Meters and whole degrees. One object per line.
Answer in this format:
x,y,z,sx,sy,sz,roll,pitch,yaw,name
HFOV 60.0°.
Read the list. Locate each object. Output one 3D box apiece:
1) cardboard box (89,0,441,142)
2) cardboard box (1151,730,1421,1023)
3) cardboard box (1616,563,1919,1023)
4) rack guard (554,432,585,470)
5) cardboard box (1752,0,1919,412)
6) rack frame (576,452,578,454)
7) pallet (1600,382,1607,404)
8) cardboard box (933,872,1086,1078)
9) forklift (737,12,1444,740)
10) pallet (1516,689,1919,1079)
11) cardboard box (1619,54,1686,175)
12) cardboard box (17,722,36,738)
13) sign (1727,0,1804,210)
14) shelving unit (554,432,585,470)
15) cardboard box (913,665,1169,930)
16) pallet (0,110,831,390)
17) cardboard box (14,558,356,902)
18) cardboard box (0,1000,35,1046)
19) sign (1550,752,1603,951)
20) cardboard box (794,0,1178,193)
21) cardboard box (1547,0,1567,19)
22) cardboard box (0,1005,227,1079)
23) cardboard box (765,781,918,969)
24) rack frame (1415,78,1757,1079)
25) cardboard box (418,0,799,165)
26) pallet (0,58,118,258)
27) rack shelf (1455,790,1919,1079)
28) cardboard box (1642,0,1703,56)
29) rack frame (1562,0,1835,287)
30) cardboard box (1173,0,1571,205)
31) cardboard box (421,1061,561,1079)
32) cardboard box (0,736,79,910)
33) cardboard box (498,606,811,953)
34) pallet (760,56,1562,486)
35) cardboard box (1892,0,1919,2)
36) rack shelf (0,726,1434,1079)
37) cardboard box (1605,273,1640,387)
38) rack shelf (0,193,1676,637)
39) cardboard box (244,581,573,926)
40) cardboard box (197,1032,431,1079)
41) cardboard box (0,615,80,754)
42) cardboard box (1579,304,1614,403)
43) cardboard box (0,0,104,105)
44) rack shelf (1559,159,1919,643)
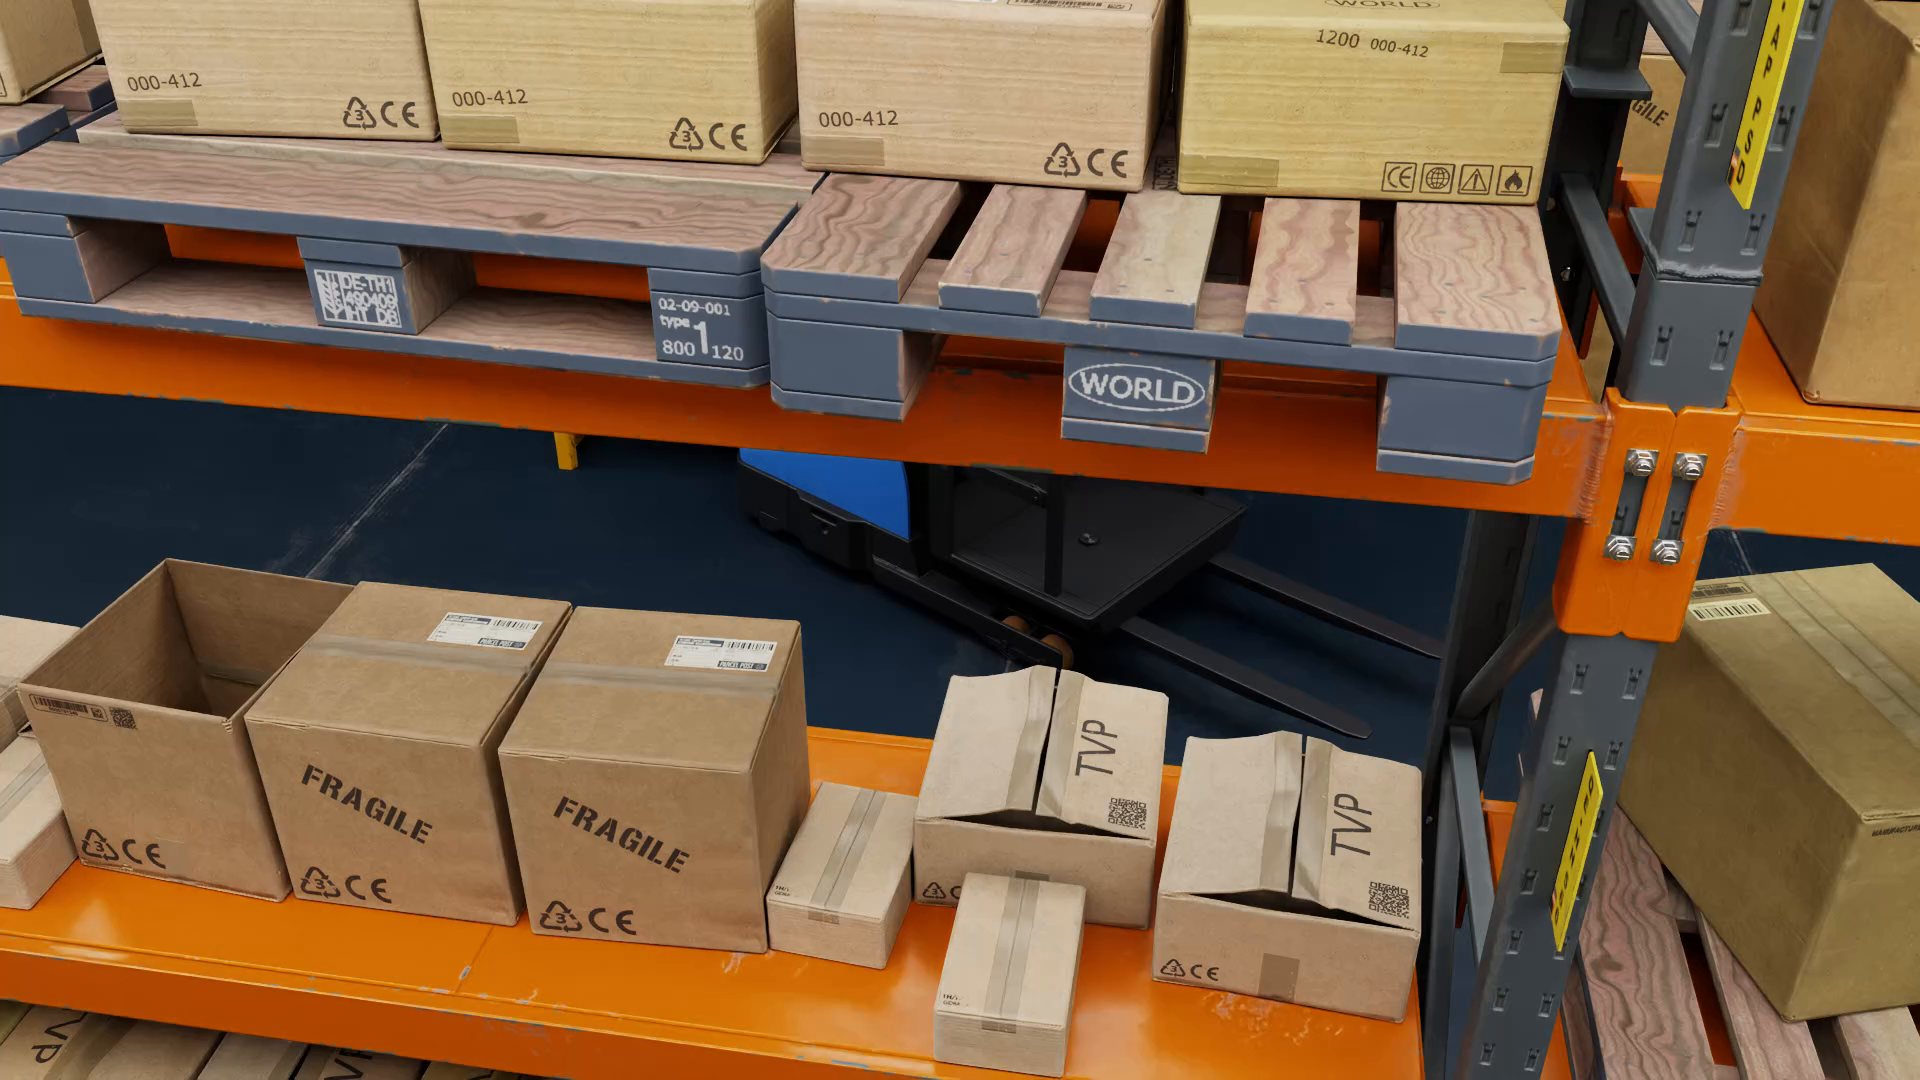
-1.032,-0.857,2.711,0.500,0.250,0.500,3,32,4,cardboard box
0.686,0.665,3.444,0.500,0.311,0.500,7,33,11,cardboard box
1.677,0.460,3.198,0.500,0.500,0.700,-5,32,-8,cardboard box
-1.789,-0.588,7.954,0.087,0.250,0.587,6,32,9,rack guard
1.473,-0.610,2.475,0.500,0.500,0.910,5,32,8,cardboard box
-1.808,-1.120,7.626,0.032,1.500,0.500,6,32,9,rack frame
2.631,-0.616,8.036,1.213,0.211,1.003,5,32,8,pallet
0.104,0.854,3.296,0.250,0.149,0.380,5,32,8,cardboard box
0.471,-1.026,6.127,3.031,2.935,1.130,25,40,34,forklift
1.717,0.788,3.345,1.003,0.211,1.213,5,32,8,pallet
2.817,-1.856,6.995,0.500,0.500,0.500,6,33,10,cardboard box
-2.008,0.365,3.966,0.258,0.266,0.396,4,32,7,cardboard box
0.935,-0.552,1.915,0.005,0.325,0.100,5,32,8,sign
-1.299,-1.070,7.546,1.083,1.500,0.587,6,32,9,shelving unit
0.188,0.540,3.645,0.500,0.311,0.500,5,32,8,cardboard box
-0.750,-0.621,2.765,1.213,0.211,1.003,7,33,10,pallet
-1.632,0.408,3.677,0.500,0.500,0.500,7,33,12,cardboard box
-2.541,1.243,4.104,0.500,0.311,0.500,5,32,8,cardboard box
0.947,0.483,2.560,0.005,0.325,0.100,5,32,8,sign
0.060,-0.751,2.542,0.500,0.250,0.500,6,33,10,cardboard box
2.299,-2.225,6.877,0.500,0.250,0.500,6,33,9,cardboard box
-2.048,1.290,4.029,0.500,0.311,0.500,5,32,8,cardboard box
-0.230,0.705,3.533,0.250,0.149,0.380,8,33,12,cardboard box
1.037,0.683,3.332,0.127,3.000,1.000,5,32,8,rack frame
-0.502,-0.808,2.633,0.500,0.250,0.500,5,32,7,cardboard box
-2.034,-0.793,3.042,1.217,0.209,0.805,4,32,6,pallet
3.008,1.166,3.237,4.000,0.370,1.077,5,32,8,rack shelf
2.801,-2.180,6.806,0.500,0.250,0.500,5,32,8,cardboard box
1.037,-1.860,1.740,0.127,3.000,1.000,5,32,8,rack frame
0.580,-0.714,2.482,0.500,0.250,0.500,3,32,5,cardboard box
-1.025,1.379,3.886,0.500,0.311,0.500,6,33,10,cardboard box
-2.067,0.618,3.672,0.250,0.149,0.380,5,32,8,cardboard box
-0.620,0.499,3.531,0.500,0.500,0.500,3,32,6,cardboard box
0.353,-0.522,2.608,1.003,0.211,1.213,7,33,10,pallet
1.466,-1.013,2.177,0.500,0.500,0.500,5,32,8,cardboard box
-0.935,0.809,3.808,4.000,0.370,1.077,5,32,8,rack shelf
3.432,-0.959,7.586,0.750,0.750,0.750,5,32,8,cardboard box
-0.935,-0.462,3.012,4.000,0.370,1.077,5,32,8,rack shelf
-1.139,0.452,3.606,0.500,0.500,0.500,5,32,8,cardboard box
-1.538,1.336,3.956,0.500,0.311,0.500,4,32,7,cardboard box
-2.413,0.411,3.908,0.500,0.250,0.500,7,33,11,cardboard box
2.569,-1.041,7.716,0.750,0.750,0.750,5,32,8,cardboard box
-1.758,-0.952,2.863,0.500,0.250,0.500,2,32,3,cardboard box
3.008,-0.105,2.442,4.000,0.370,1.077,5,32,8,rack shelf
